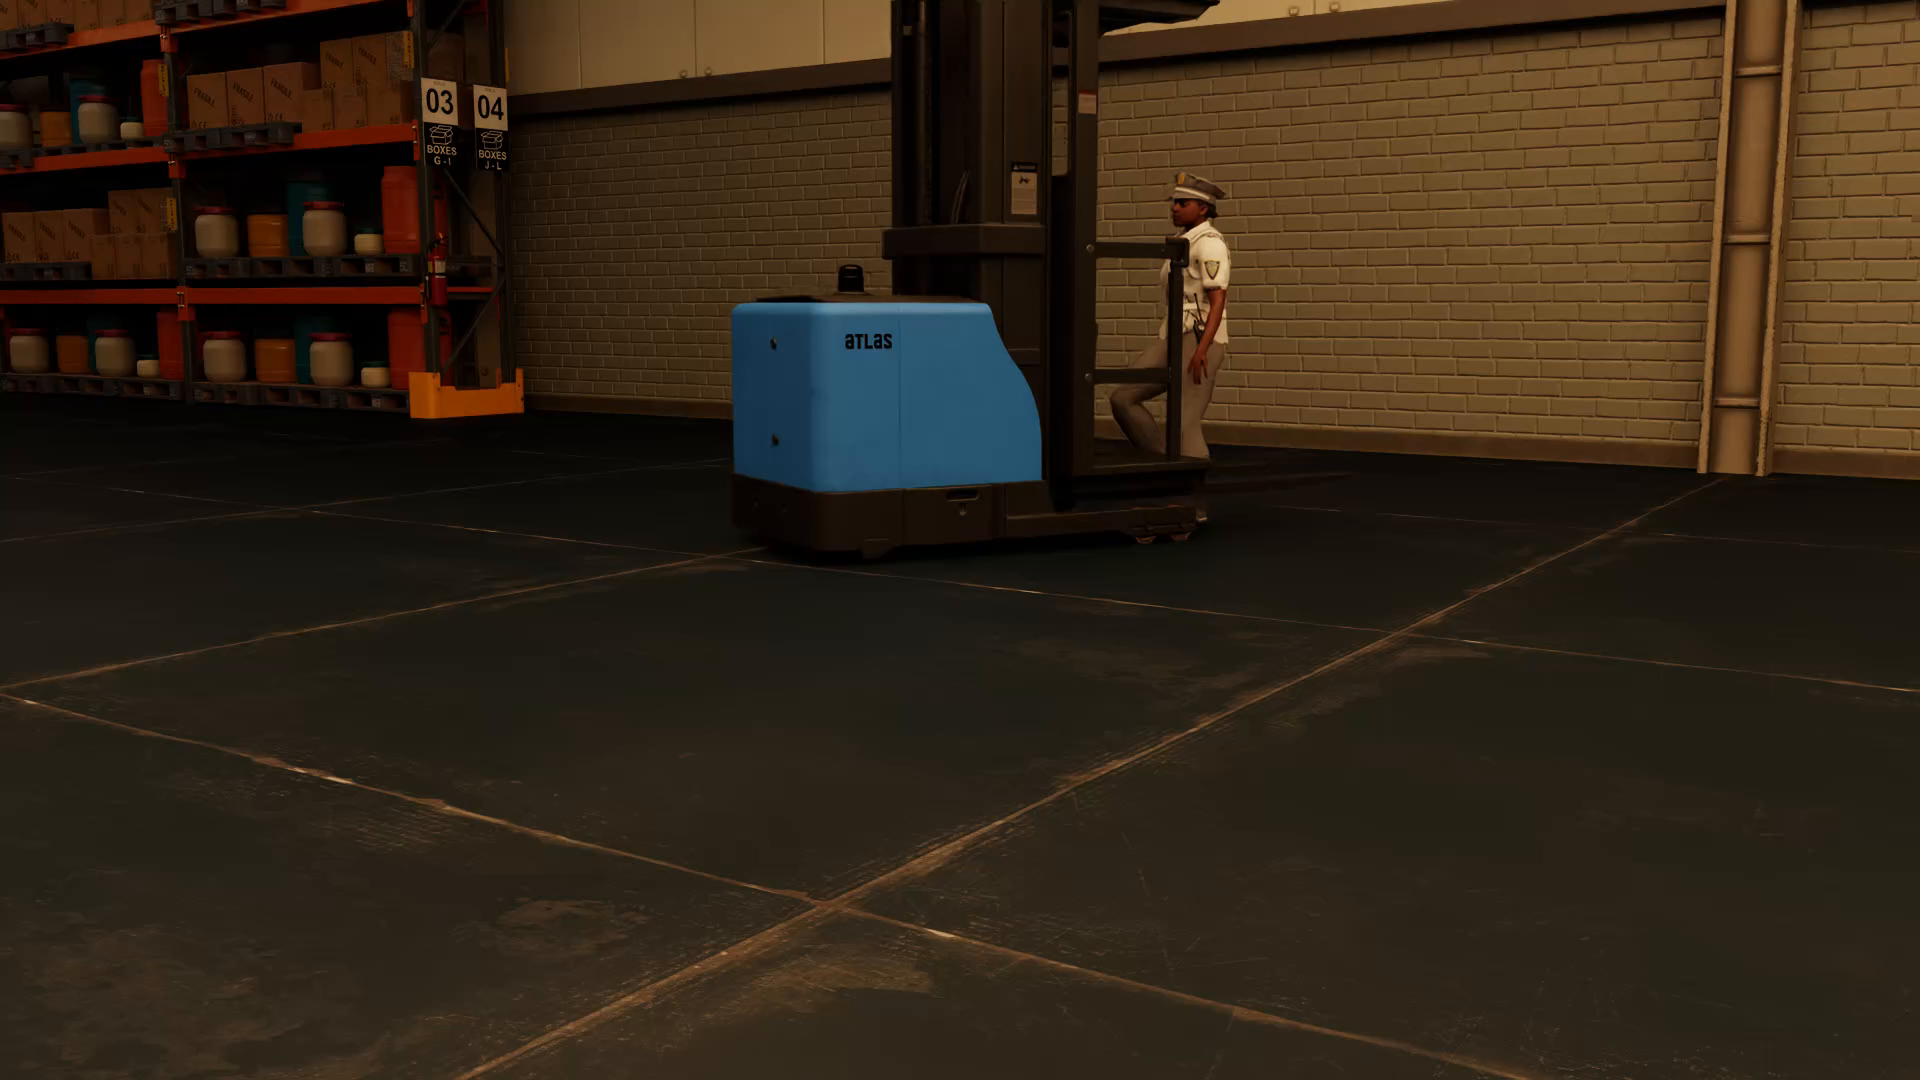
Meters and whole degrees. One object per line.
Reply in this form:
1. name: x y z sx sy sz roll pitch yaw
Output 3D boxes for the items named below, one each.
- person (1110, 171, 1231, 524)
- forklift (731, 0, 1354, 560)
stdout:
1. person: 1.033 -0.920 8.050 0.525 1.686 0.566 -2 8 -13
2. forklift: 0.497 -1.496 7.716 3.031 2.935 1.130 -5 9 -29
